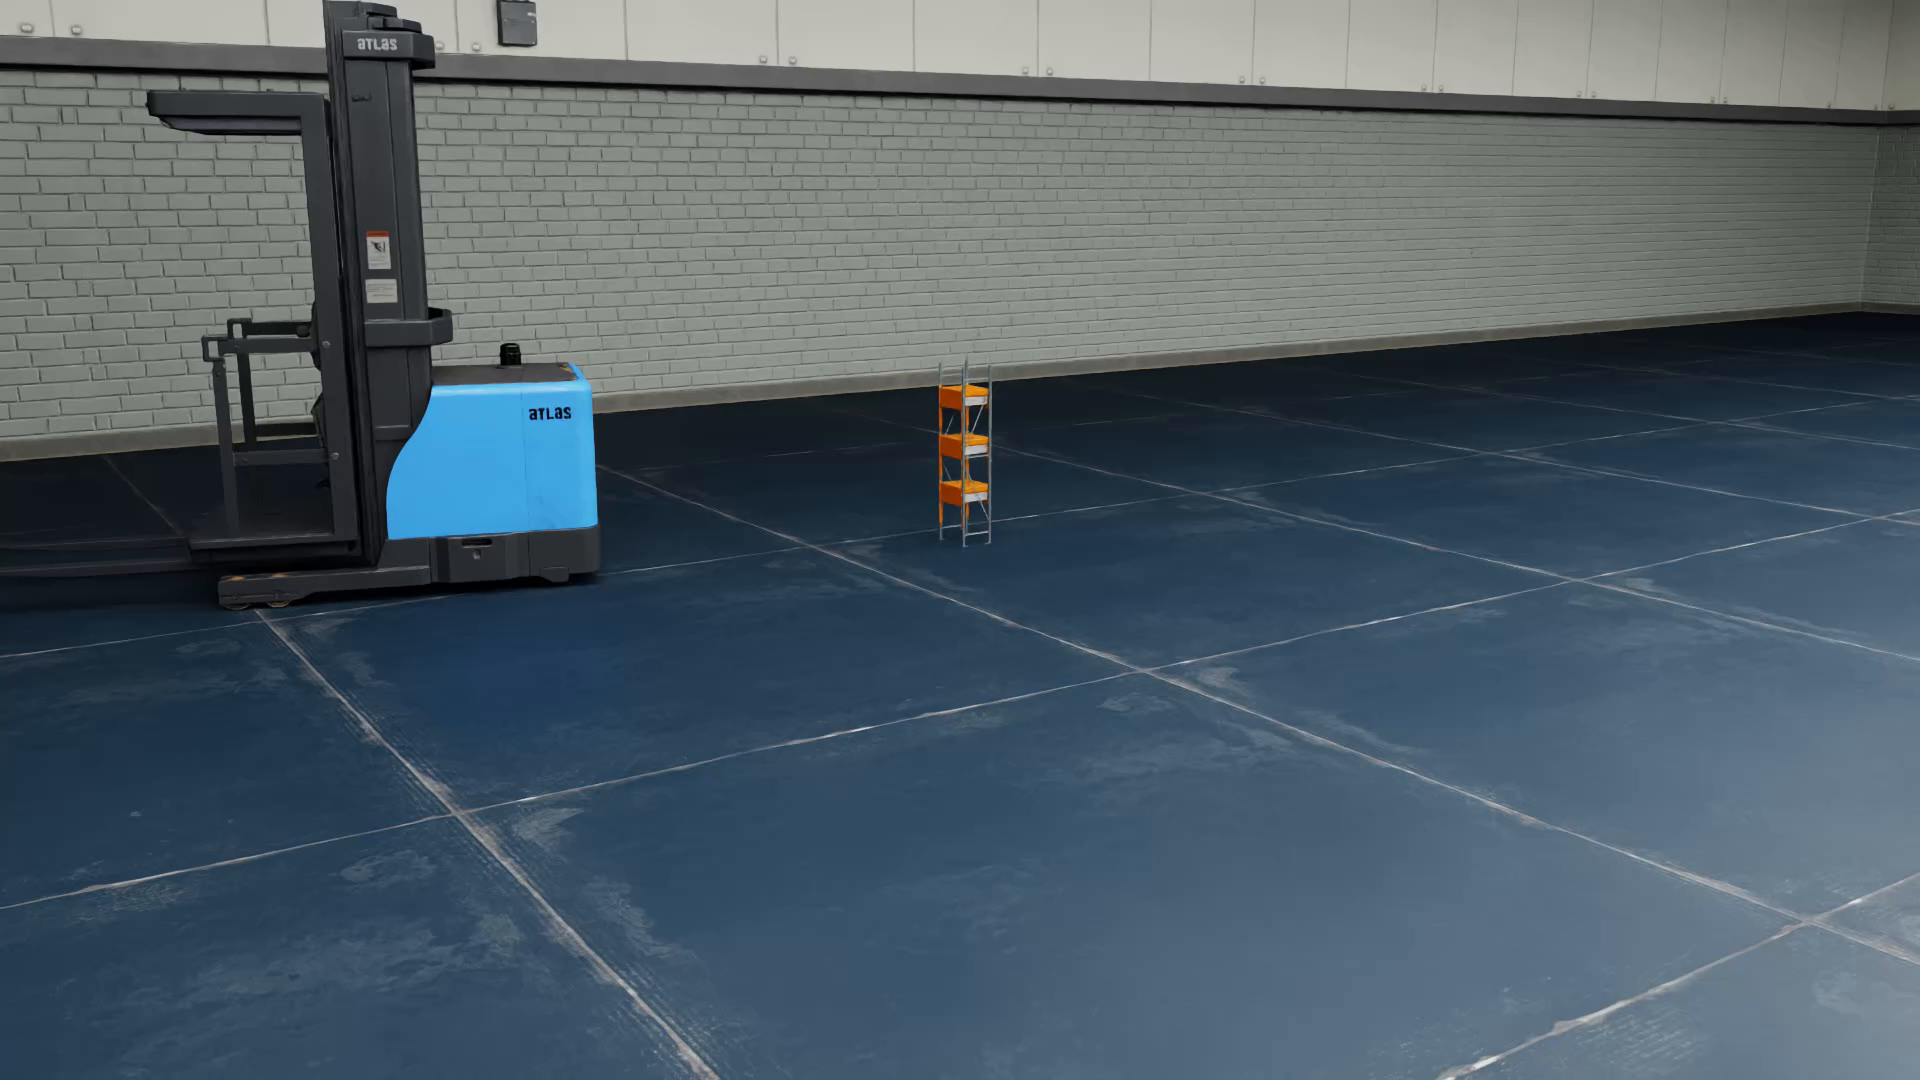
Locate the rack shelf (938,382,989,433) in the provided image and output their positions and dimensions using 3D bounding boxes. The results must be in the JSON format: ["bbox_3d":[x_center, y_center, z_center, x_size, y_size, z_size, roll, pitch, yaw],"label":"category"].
[{"bbox_3d":[0.030,-0.770,9.648,0.215,0.259,0.240,-8,15,-33],"label":"rack shelf"}]

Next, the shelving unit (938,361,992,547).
[{"bbox_3d":[0.030,-0.503,9.706,0.215,1.050,0.252,-8,15,-33],"label":"shelving unit"}]

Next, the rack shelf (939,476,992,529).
[{"bbox_3d":[0.030,-0.222,9.768,0.215,0.259,0.240,-8,15,-33],"label":"rack shelf"}]

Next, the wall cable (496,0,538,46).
[{"bbox_3d":[-2.906,-7.252,13.999,2.305,6.003,0.169,-8,15,-33],"label":"wall cable"}]

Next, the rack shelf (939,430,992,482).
[{"bbox_3d":[0.030,-0.493,9.708,0.215,0.259,0.240,-8,15,-33],"label":"rack shelf"}]

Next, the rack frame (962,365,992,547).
[{"bbox_3d":[0.097,-0.482,9.607,0.200,1.050,0.008,-8,15,-33],"label":"rack frame"}]

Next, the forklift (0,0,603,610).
[{"bbox_3d":[-3.477,-1.208,8.527,3.031,2.935,1.130,-4,13,-16],"label":"forklift"}]

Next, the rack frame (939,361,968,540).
[{"bbox_3d":[-0.038,-0.525,9.805,0.200,1.050,0.008,-8,15,-33],"label":"rack frame"}]
